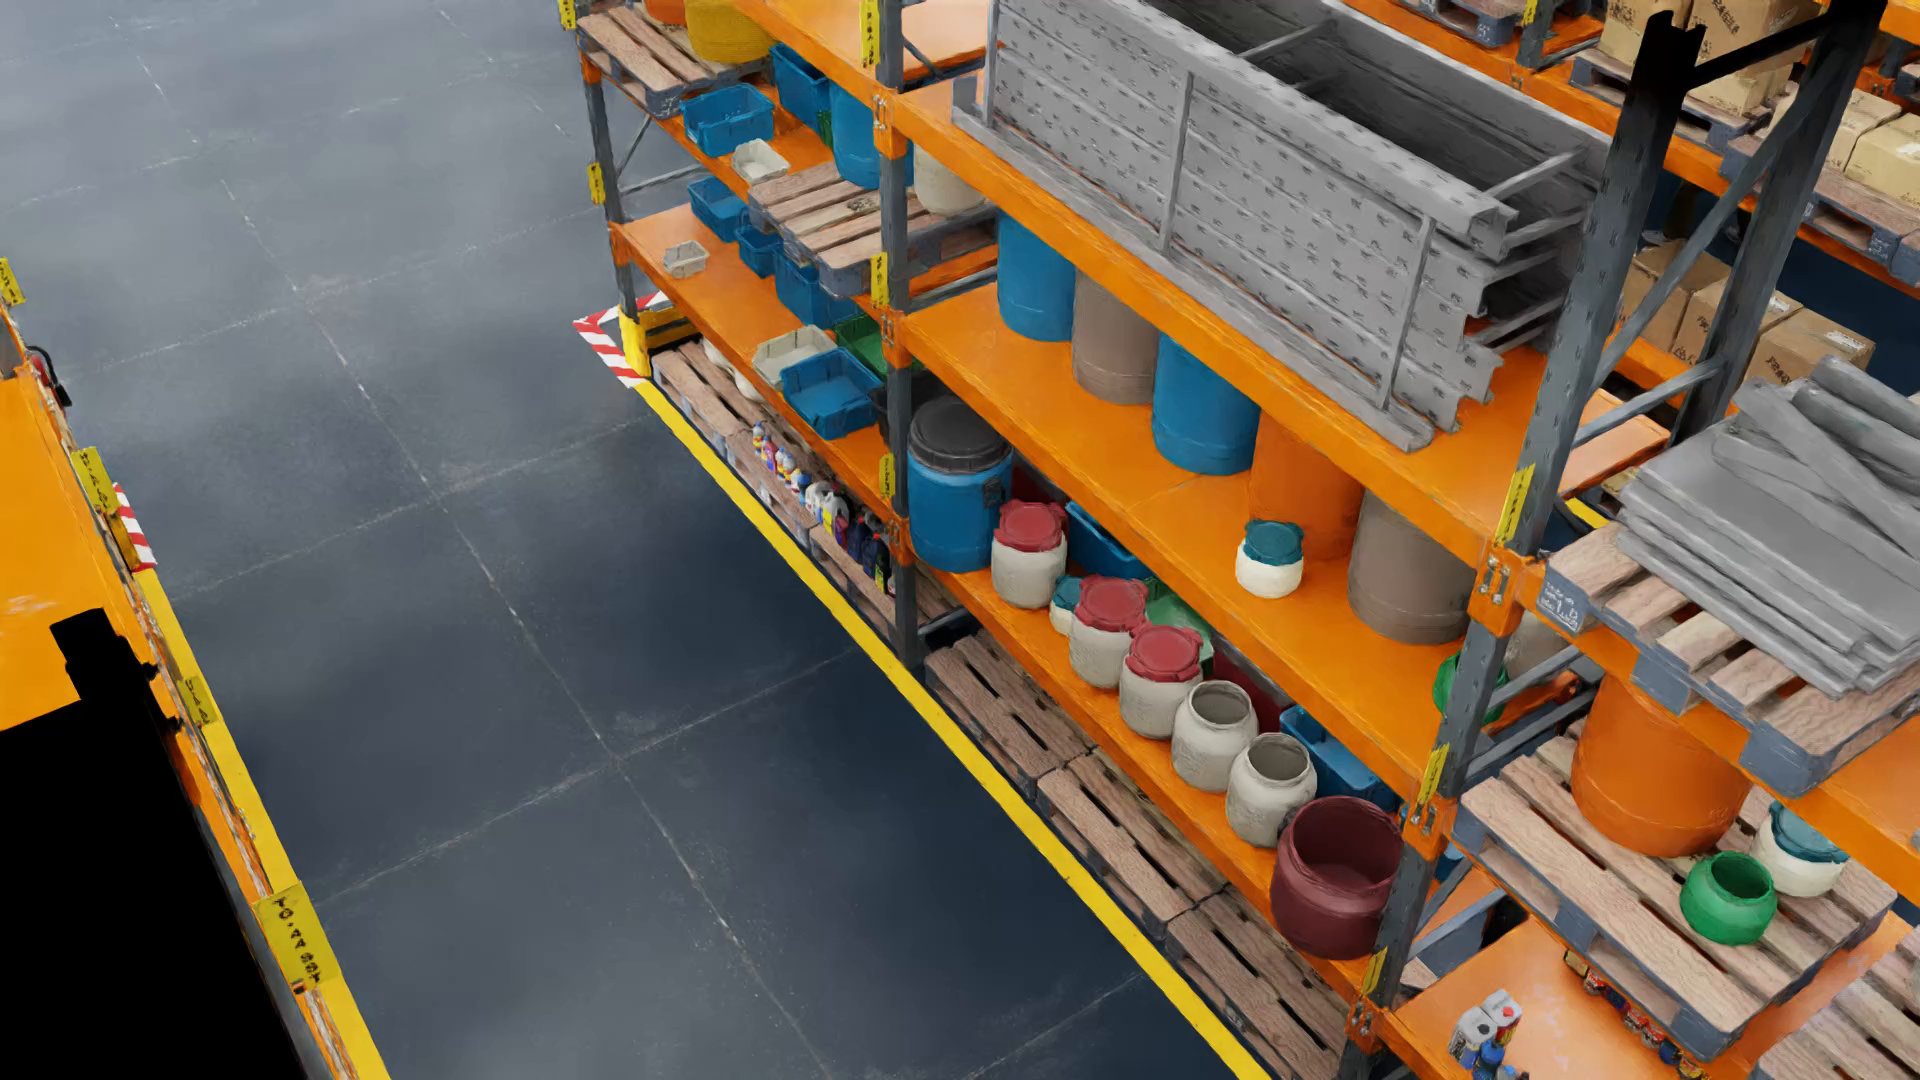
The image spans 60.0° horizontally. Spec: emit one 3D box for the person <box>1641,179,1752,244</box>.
[{"bbox_3d":[6.508,-3.240,14.002,0.904,1.712,0.735,29,50,28],"label":"person"}]
